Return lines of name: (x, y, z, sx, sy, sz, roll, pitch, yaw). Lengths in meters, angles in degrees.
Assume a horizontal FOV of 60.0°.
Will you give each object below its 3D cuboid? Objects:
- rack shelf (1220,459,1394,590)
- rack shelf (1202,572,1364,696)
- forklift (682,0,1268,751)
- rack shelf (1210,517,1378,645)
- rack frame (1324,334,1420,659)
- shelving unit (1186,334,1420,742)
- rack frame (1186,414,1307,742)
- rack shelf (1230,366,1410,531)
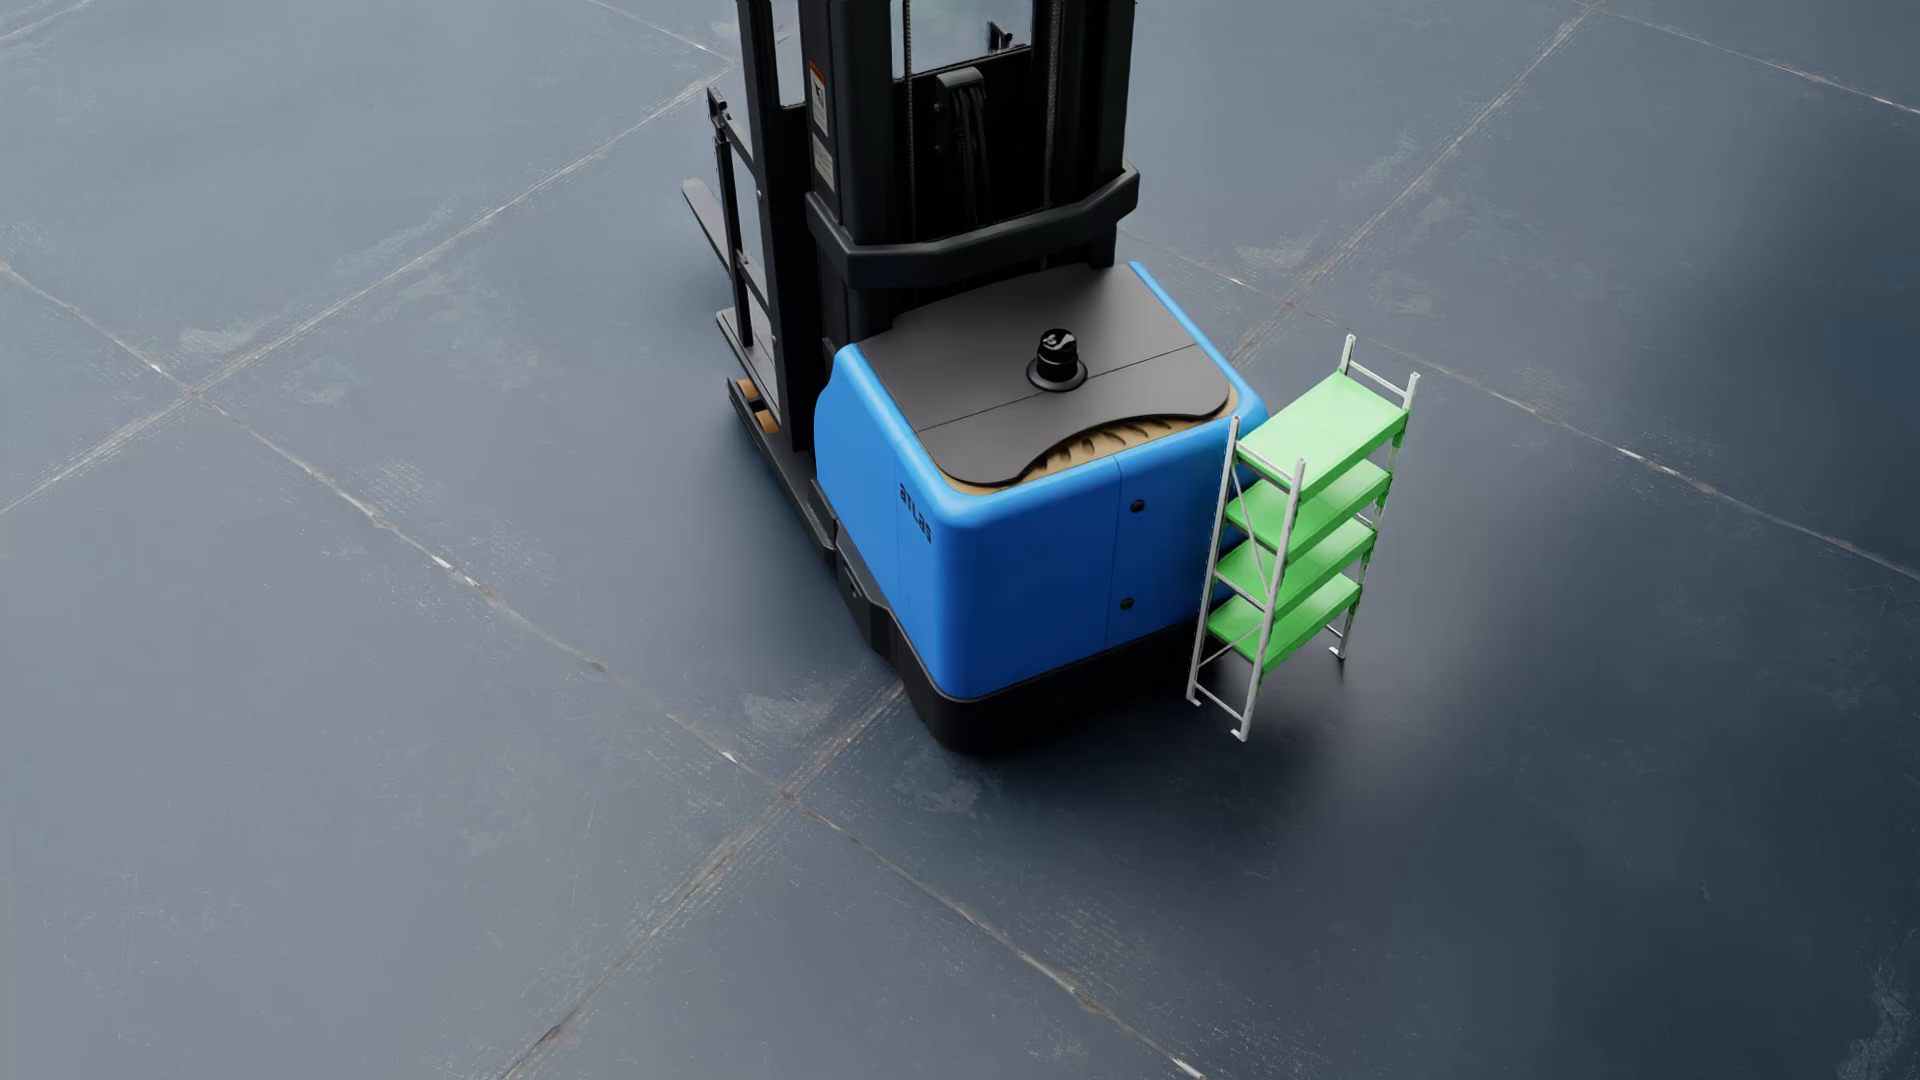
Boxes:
rack shelf: (0.984, -0.094, 4.766, 0.480, 0.148, 0.258, -34, 55, -28)
rack shelf: (0.982, 0.236, 5.114, 0.480, 0.148, 0.258, -34, 55, -28)
forklift: (-0.201, -1.449, 5.107, 1.130, 2.935, 3.031, -19, 49, -17)
rack shelf: (0.983, 0.071, 4.940, 0.480, 0.148, 0.258, -34, 55, -28)
rack frame: (1.162, -0.094, 5.009, 0.015, 1.200, 0.240, -34, 55, -28)
shelving unit: (0.983, 0.027, 4.894, 0.503, 1.200, 0.258, -34, 55, -28)
rack frame: (0.805, 0.147, 4.779, 0.015, 1.200, 0.240, -34, 55, -28)
rack shelf: (0.985, -0.259, 4.592, 0.480, 0.148, 0.258, -34, 55, -28)
